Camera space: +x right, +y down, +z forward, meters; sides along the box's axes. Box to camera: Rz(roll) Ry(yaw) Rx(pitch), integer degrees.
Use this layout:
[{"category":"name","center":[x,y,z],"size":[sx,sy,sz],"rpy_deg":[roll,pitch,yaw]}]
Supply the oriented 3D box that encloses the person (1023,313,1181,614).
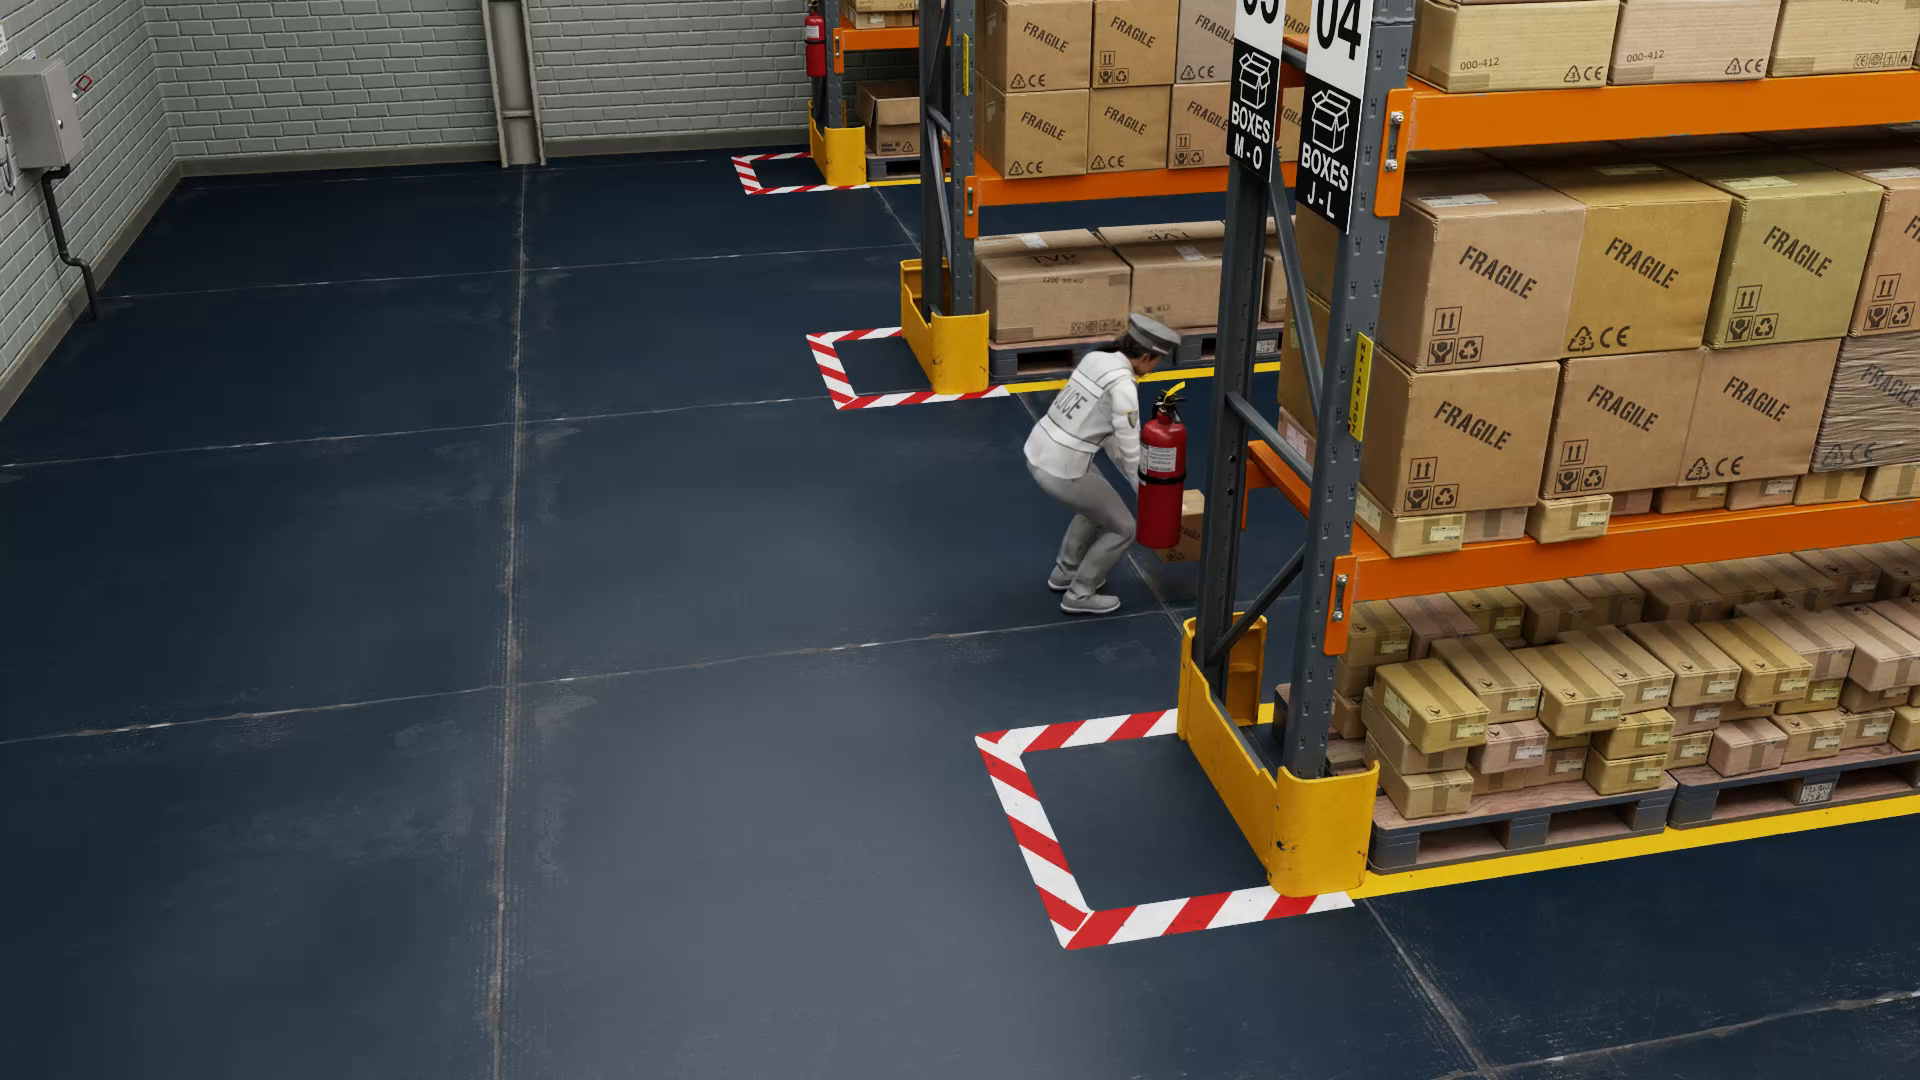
[{"category":"person","center":[0.640,-0.355,7.649],"size":[0.708,1.372,0.535],"rpy_deg":[-6,27,-11]}]
